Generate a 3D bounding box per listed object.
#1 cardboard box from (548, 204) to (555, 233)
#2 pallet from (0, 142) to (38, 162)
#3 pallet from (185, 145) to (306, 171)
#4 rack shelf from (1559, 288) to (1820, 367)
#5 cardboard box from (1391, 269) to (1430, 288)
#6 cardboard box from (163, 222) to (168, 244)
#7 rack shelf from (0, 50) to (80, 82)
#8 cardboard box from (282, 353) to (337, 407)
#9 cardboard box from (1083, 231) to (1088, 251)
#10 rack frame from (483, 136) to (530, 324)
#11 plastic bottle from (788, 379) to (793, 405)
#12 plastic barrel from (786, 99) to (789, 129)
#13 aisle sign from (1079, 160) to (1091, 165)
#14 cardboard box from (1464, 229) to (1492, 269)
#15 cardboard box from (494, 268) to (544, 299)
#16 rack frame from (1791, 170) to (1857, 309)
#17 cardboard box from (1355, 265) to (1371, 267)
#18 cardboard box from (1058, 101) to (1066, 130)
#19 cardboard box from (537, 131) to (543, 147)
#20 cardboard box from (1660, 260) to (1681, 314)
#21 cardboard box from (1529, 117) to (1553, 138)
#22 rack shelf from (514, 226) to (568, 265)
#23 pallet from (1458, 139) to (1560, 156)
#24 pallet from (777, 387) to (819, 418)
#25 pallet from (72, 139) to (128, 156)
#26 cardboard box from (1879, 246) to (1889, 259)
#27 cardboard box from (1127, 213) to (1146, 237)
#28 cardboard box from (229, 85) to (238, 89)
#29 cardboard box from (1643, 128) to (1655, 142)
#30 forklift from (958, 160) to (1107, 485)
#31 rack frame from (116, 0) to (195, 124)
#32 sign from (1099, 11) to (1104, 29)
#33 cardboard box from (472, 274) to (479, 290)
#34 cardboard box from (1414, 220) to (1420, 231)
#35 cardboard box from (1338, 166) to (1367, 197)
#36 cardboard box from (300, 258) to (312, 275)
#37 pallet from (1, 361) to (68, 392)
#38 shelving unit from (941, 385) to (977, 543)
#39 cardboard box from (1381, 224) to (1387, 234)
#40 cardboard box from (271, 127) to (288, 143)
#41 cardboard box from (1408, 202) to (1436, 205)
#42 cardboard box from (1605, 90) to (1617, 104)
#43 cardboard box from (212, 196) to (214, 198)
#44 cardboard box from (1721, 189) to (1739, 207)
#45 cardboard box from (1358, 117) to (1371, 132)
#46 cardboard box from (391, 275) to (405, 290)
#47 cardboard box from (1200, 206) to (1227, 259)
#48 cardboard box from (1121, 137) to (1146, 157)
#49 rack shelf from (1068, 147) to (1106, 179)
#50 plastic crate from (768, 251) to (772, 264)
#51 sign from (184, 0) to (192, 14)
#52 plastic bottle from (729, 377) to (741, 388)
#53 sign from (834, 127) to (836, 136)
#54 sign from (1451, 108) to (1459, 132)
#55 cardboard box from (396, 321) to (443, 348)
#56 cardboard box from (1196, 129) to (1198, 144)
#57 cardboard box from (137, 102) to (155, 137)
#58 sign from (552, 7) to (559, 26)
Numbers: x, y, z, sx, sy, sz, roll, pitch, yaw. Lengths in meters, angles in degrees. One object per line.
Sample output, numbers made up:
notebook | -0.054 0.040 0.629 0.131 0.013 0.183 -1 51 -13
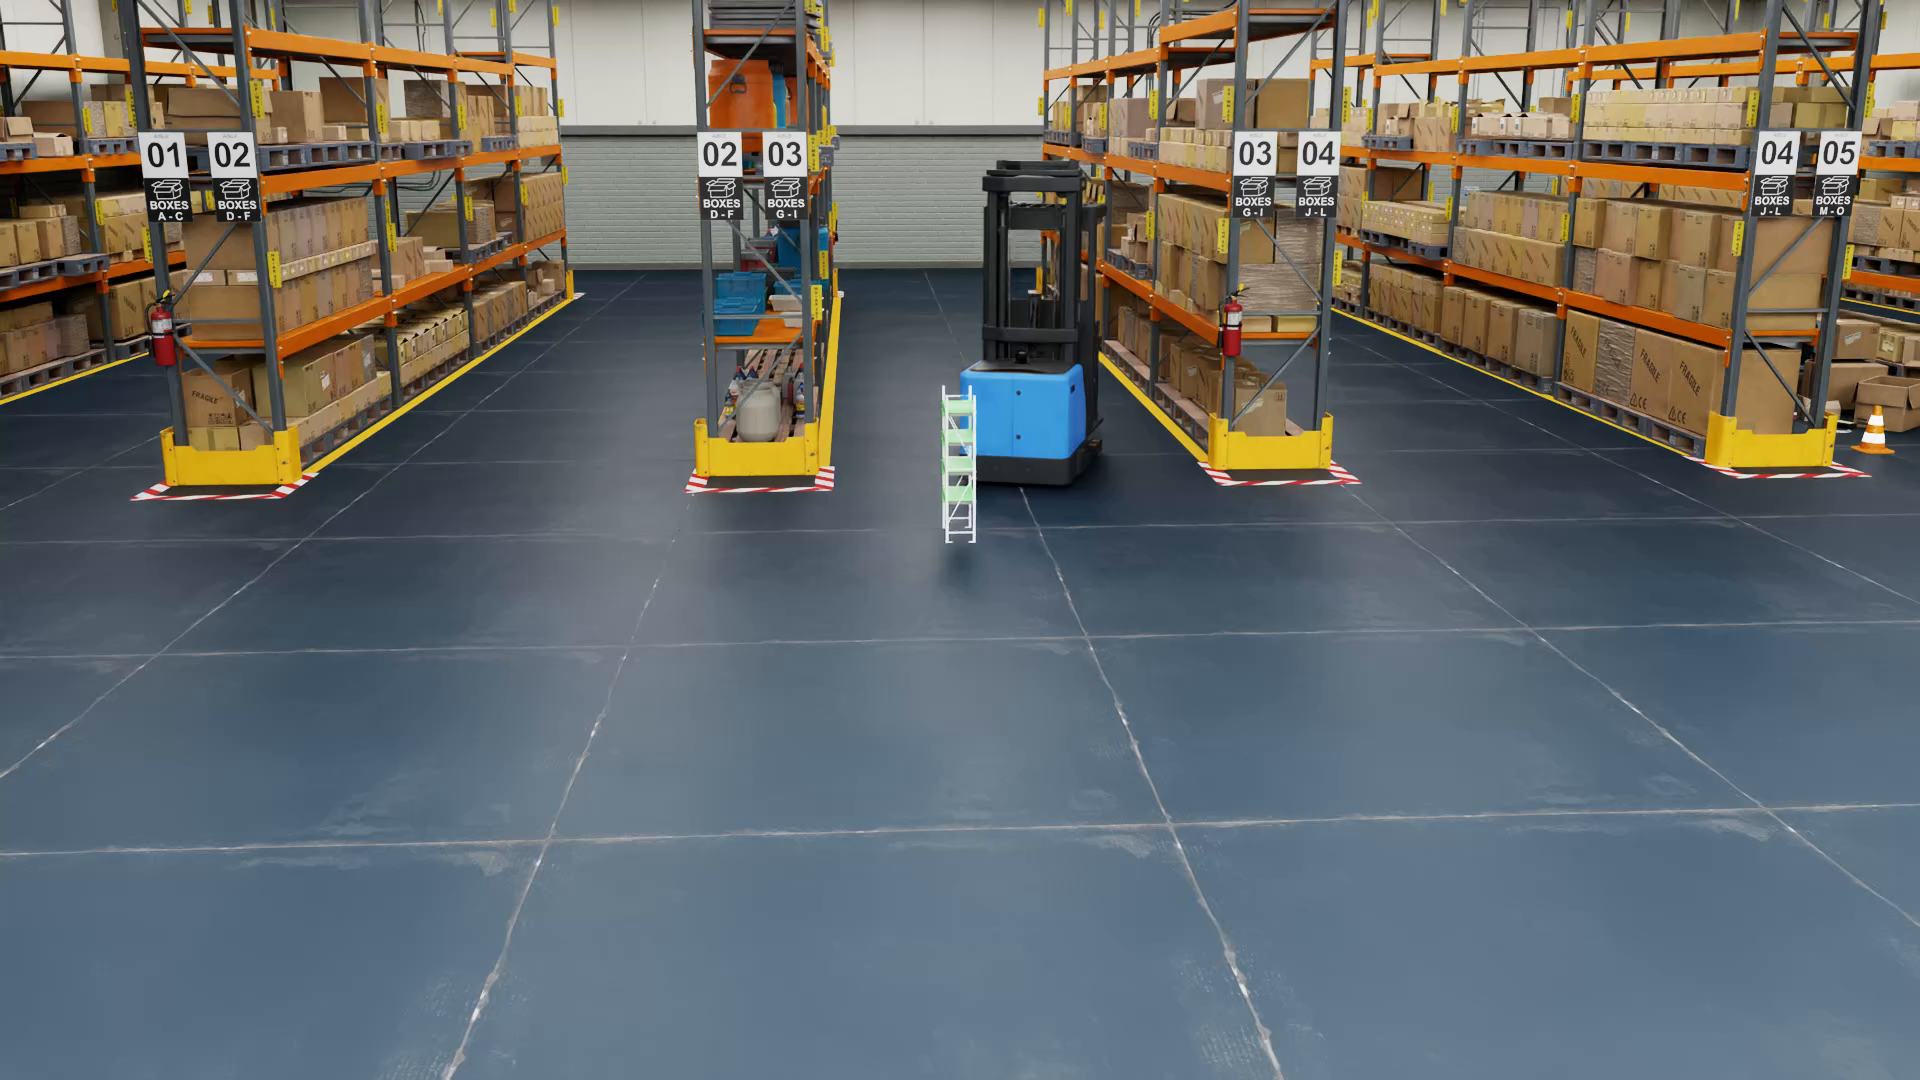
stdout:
cardboard box | -7.473 -5.683 29.394 0.500 0.500 0.500 -1 14 -3
pallet | -12.033 -4.708 20.162 1.213 0.211 1.003 -1 14 -3
pallet | -6.860 -3.602 15.663 1.003 0.211 1.213 -1 14 -3
rack shelf | 7.878 -2.368 18.155 1.077 0.370 4.000 -1 14 -3
cardboard box | 7.103 -4.112 26.159 0.500 0.250 0.500 0 14 -1
cardboard box | -12.149 -4.638 24.695 0.500 0.500 0.500 0 14 -2
rack shelf | -12.158 -5.794 20.232 1.077 0.370 4.000 -1 14 -3
cardboard box | -6.730 -1.636 17.035 0.500 0.500 0.500 -1 14 -3
cardboard box | 2.181 -4.704 25.590 0.500 0.500 0.500 -1 14 -2
rack frame | -7.586 -5.000 26.940 1.000 3.000 0.127 -1 14 -3
plastic bottle | -1.886 -1.658 18.518 0.061 0.283 0.133 -1 14 -3
plastic barrel | -2.519 -5.371 21.501 0.600 0.830 0.708 -1 14 -3
aisle sign | 2.349 -7.429 31.161 0.394 0.787 0.004 -1 14 -3
cardboard box | 7.299 -4.015 22.911 0.500 0.500 0.500 -1 14 -4
cardboard box | -7.707 -4.471 29.012 0.797 0.503 0.637 -1 14 -3
rack frame | 12.441 -4.310 24.259 1.000 3.000 0.127 -1 14 -3
cardboard box | 7.423 -4.924 30.330 0.380 0.149 0.250 0 14 -1
cardboard box | 2.135 -7.502 29.399 0.700 0.500 0.500 -2 15 -7
cardboard box | -7.459 -6.878 28.520 0.500 0.250 0.500 -1 14 -3
cardboard box | 7.969 -2.661 17.548 0.875 0.550 0.550 -1 14 -3
cardboard box | 7.458 -5.150 20.759 0.500 0.250 0.500 -1 14 -4
rack shelf | -7.709 -5.149 28.963 1.077 0.370 4.000 -1 14 -3
pallet | 7.599 -5.411 22.895 1.213 0.211 1.003 0 14 -1
pallet | -2.146 -1.568 19.197 1.003 0.211 1.213 -1 14 -3
pallet | -12.374 -5.449 23.042 1.213 0.211 1.003 0 14 -1
cardboard box | 12.332 -3.775 21.840 0.380 0.149 0.250 -1 14 -3
cardboard box | 2.623 -4.276 23.080 0.500 0.500 0.500 -3 15 -10
cardboard box | -12.368 -7.350 27.806 0.500 0.500 0.500 -1 14 -3
cardboard box | 7.532 -4.323 17.748 0.380 0.149 0.250 -1 14 -3
forklift | 0.824 -2.243 16.361 1.130 2.935 3.031 3 15 13
rack frame | -12.529 -7.828 25.892 1.000 3.000 0.127 -1 14 -3
sign | 2.597 -9.548 30.543 0.100 0.325 0.005 -1 14 -3
cardboard box | -7.737 -3.993 25.655 0.500 0.250 0.500 -1 14 -3
cardboard box | 6.984 -4.682 24.769 0.380 0.149 0.250 -1 14 -2
cardboard box | 6.905 -6.249 28.990 0.500 0.500 0.500 -1 14 -2
cardboard box | -6.717 -2.736 16.638 0.380 0.149 0.250 -1 14 -5
pallet | -12.162 -2.080 21.189 1.003 0.211 1.213 -1 14 -3
shelving unit | -0.010 -0.622 13.537 0.258 1.200 0.503 -1 14 -3
cardboard box | 6.889 -4.923 26.303 0.380 0.149 0.250 -2 15 -6
cardboard box | -6.739 -3.913 16.077 0.380 0.149 0.250 -1 14 -3
cardboard box | 7.496 -5.410 27.000 0.380 0.149 0.250 -1 14 -5
cardboard box | 7.470 -4.961 18.628 0.380 0.149 0.250 -1 14 -4
cardboard box | -12.587 -5.385 27.833 0.980 0.700 0.700 -1 14 -5
cardboard box | 12.084 -5.219 25.582 0.500 0.500 0.500 -1 14 -3
cardboard box | 6.976 -6.937 27.745 0.500 0.250 0.500 -2 15 -6
cardboard box | -6.941 -3.112 20.108 0.380 0.149 0.250 -1 14 -3
cardboard box | 2.728 -3.102 16.758 0.500 0.500 0.500 -1 14 -3
cardboard box | 2.398 -5.161 21.848 0.500 0.250 0.500 -1 14 -2
rack shelf | 2.426 -5.759 25.314 1.077 0.370 4.000 -1 14 -3
plastic crate | -2.525 -3.348 20.551 0.392 0.384 0.575 -1 14 -3
sign | -11.989 -8.330 25.810 0.100 0.325 0.005 -1 14 -3
plastic bottle | -2.460 -1.610 18.198 0.144 0.351 0.185 0 14 -1
sign | -2.341 -7.485 30.788 0.100 0.325 0.005 -1 14 -3
sign | 6.965 -5.904 23.396 0.100 0.325 0.005 -1 14 -3
cardboard box | -6.963 -2.643 21.328 0.500 0.311 0.500 0 14 -2
cardboard box | 2.673 -4.198 17.303 0.380 0.149 0.250 -2 15 -6
cardboard box | -12.485 -6.279 24.807 0.700 0.500 0.500 -1 14 -4
sign | -7.278 -9.433 29.937 0.100 0.325 0.005 -1 14 -3
